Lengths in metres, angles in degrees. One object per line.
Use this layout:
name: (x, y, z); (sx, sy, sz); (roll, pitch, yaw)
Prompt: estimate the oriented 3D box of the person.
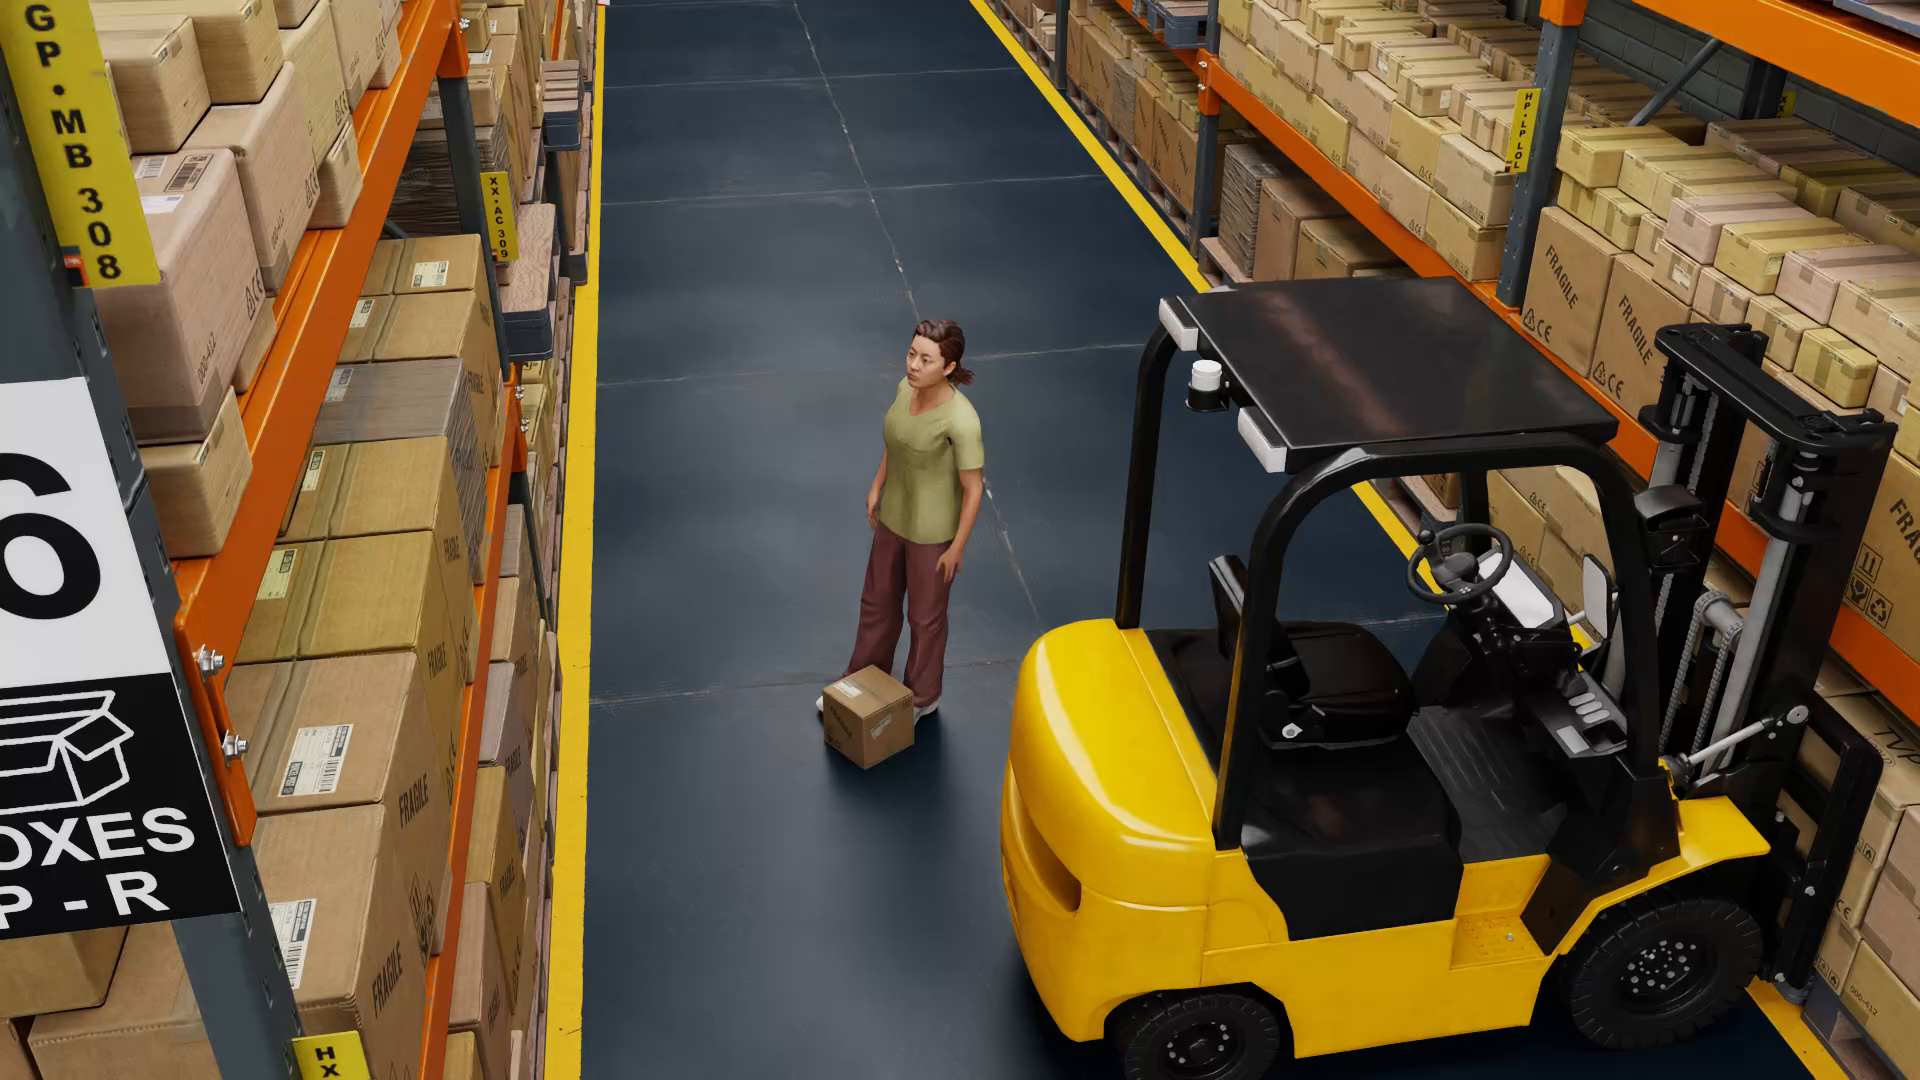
person: (-0.206, -0.020, 6.162); (0.548, 1.660, 0.553); (-23, 38, -33)
